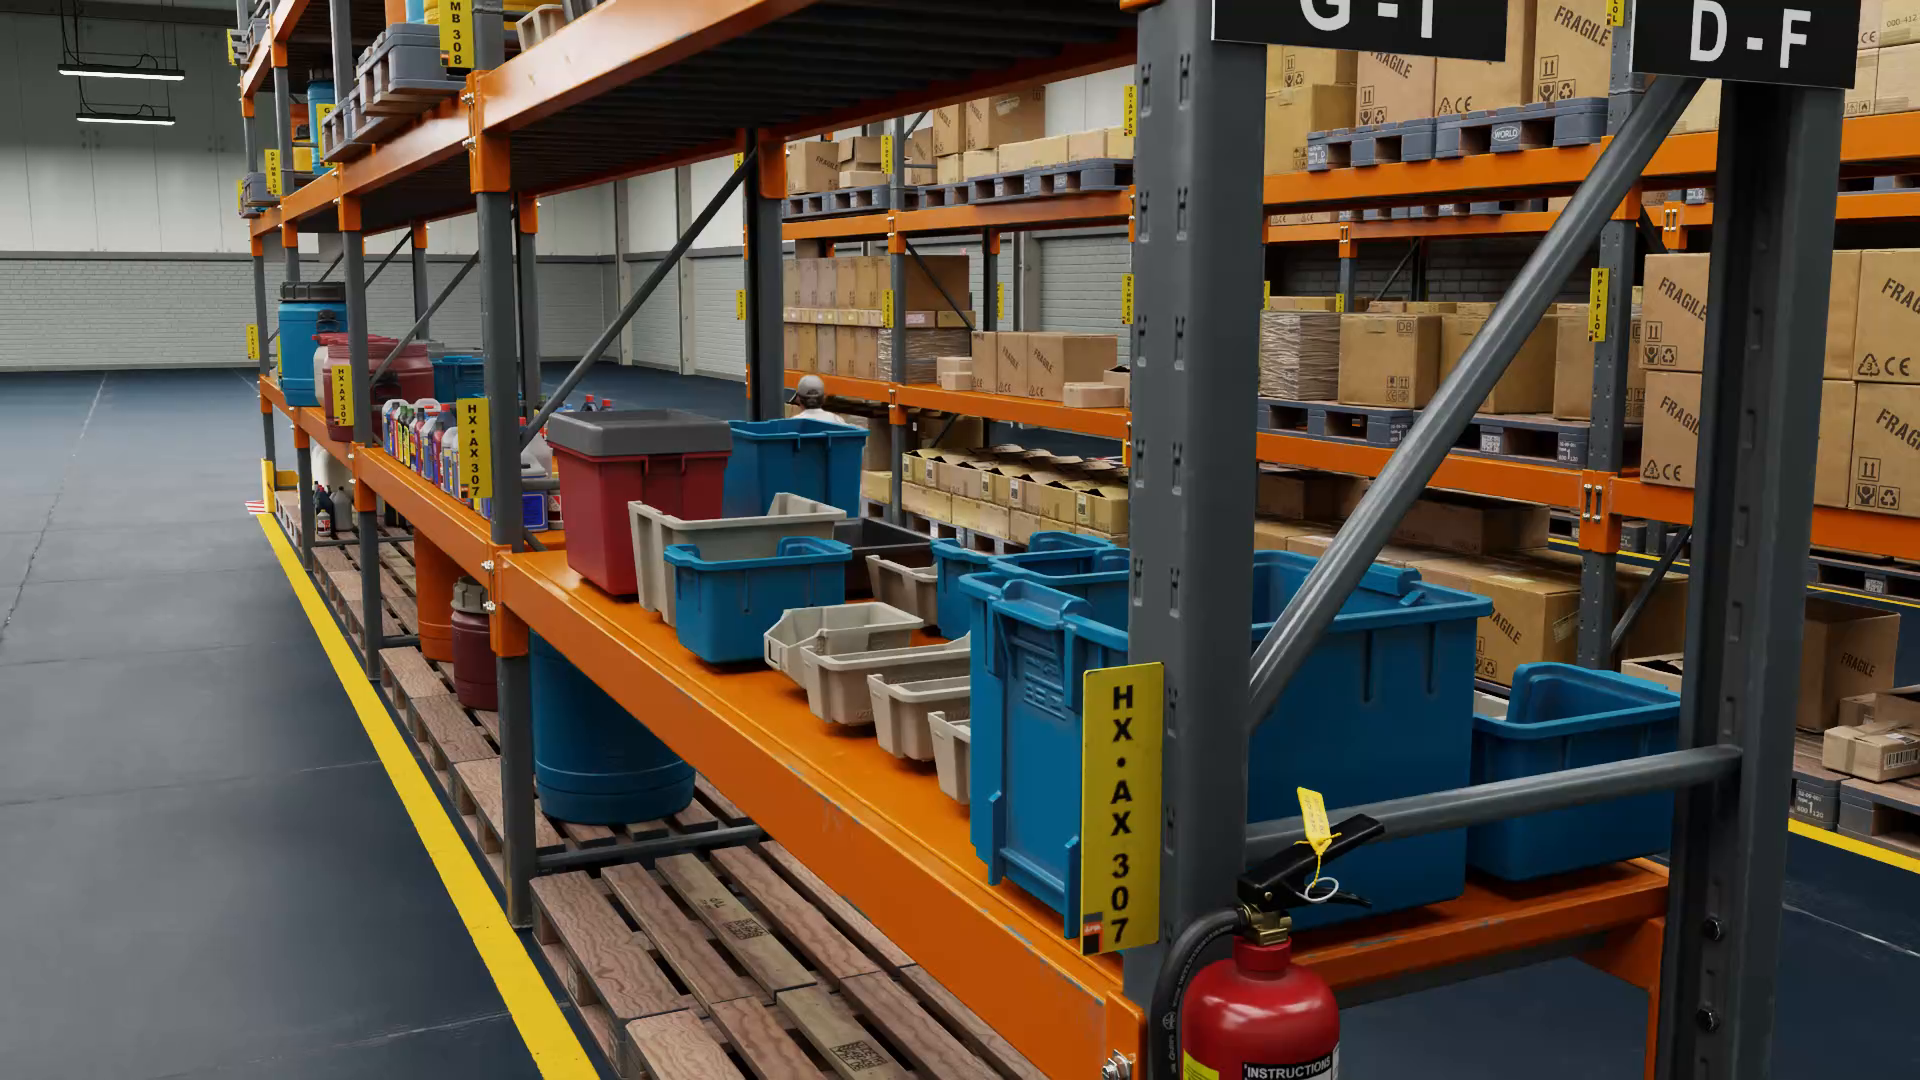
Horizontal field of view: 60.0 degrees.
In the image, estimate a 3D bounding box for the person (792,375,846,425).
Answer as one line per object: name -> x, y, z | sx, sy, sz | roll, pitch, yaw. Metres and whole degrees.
person -> -0.913, -0.240, 10.458 | 0.513, 1.589, 1.075 | -3, 9, -19
